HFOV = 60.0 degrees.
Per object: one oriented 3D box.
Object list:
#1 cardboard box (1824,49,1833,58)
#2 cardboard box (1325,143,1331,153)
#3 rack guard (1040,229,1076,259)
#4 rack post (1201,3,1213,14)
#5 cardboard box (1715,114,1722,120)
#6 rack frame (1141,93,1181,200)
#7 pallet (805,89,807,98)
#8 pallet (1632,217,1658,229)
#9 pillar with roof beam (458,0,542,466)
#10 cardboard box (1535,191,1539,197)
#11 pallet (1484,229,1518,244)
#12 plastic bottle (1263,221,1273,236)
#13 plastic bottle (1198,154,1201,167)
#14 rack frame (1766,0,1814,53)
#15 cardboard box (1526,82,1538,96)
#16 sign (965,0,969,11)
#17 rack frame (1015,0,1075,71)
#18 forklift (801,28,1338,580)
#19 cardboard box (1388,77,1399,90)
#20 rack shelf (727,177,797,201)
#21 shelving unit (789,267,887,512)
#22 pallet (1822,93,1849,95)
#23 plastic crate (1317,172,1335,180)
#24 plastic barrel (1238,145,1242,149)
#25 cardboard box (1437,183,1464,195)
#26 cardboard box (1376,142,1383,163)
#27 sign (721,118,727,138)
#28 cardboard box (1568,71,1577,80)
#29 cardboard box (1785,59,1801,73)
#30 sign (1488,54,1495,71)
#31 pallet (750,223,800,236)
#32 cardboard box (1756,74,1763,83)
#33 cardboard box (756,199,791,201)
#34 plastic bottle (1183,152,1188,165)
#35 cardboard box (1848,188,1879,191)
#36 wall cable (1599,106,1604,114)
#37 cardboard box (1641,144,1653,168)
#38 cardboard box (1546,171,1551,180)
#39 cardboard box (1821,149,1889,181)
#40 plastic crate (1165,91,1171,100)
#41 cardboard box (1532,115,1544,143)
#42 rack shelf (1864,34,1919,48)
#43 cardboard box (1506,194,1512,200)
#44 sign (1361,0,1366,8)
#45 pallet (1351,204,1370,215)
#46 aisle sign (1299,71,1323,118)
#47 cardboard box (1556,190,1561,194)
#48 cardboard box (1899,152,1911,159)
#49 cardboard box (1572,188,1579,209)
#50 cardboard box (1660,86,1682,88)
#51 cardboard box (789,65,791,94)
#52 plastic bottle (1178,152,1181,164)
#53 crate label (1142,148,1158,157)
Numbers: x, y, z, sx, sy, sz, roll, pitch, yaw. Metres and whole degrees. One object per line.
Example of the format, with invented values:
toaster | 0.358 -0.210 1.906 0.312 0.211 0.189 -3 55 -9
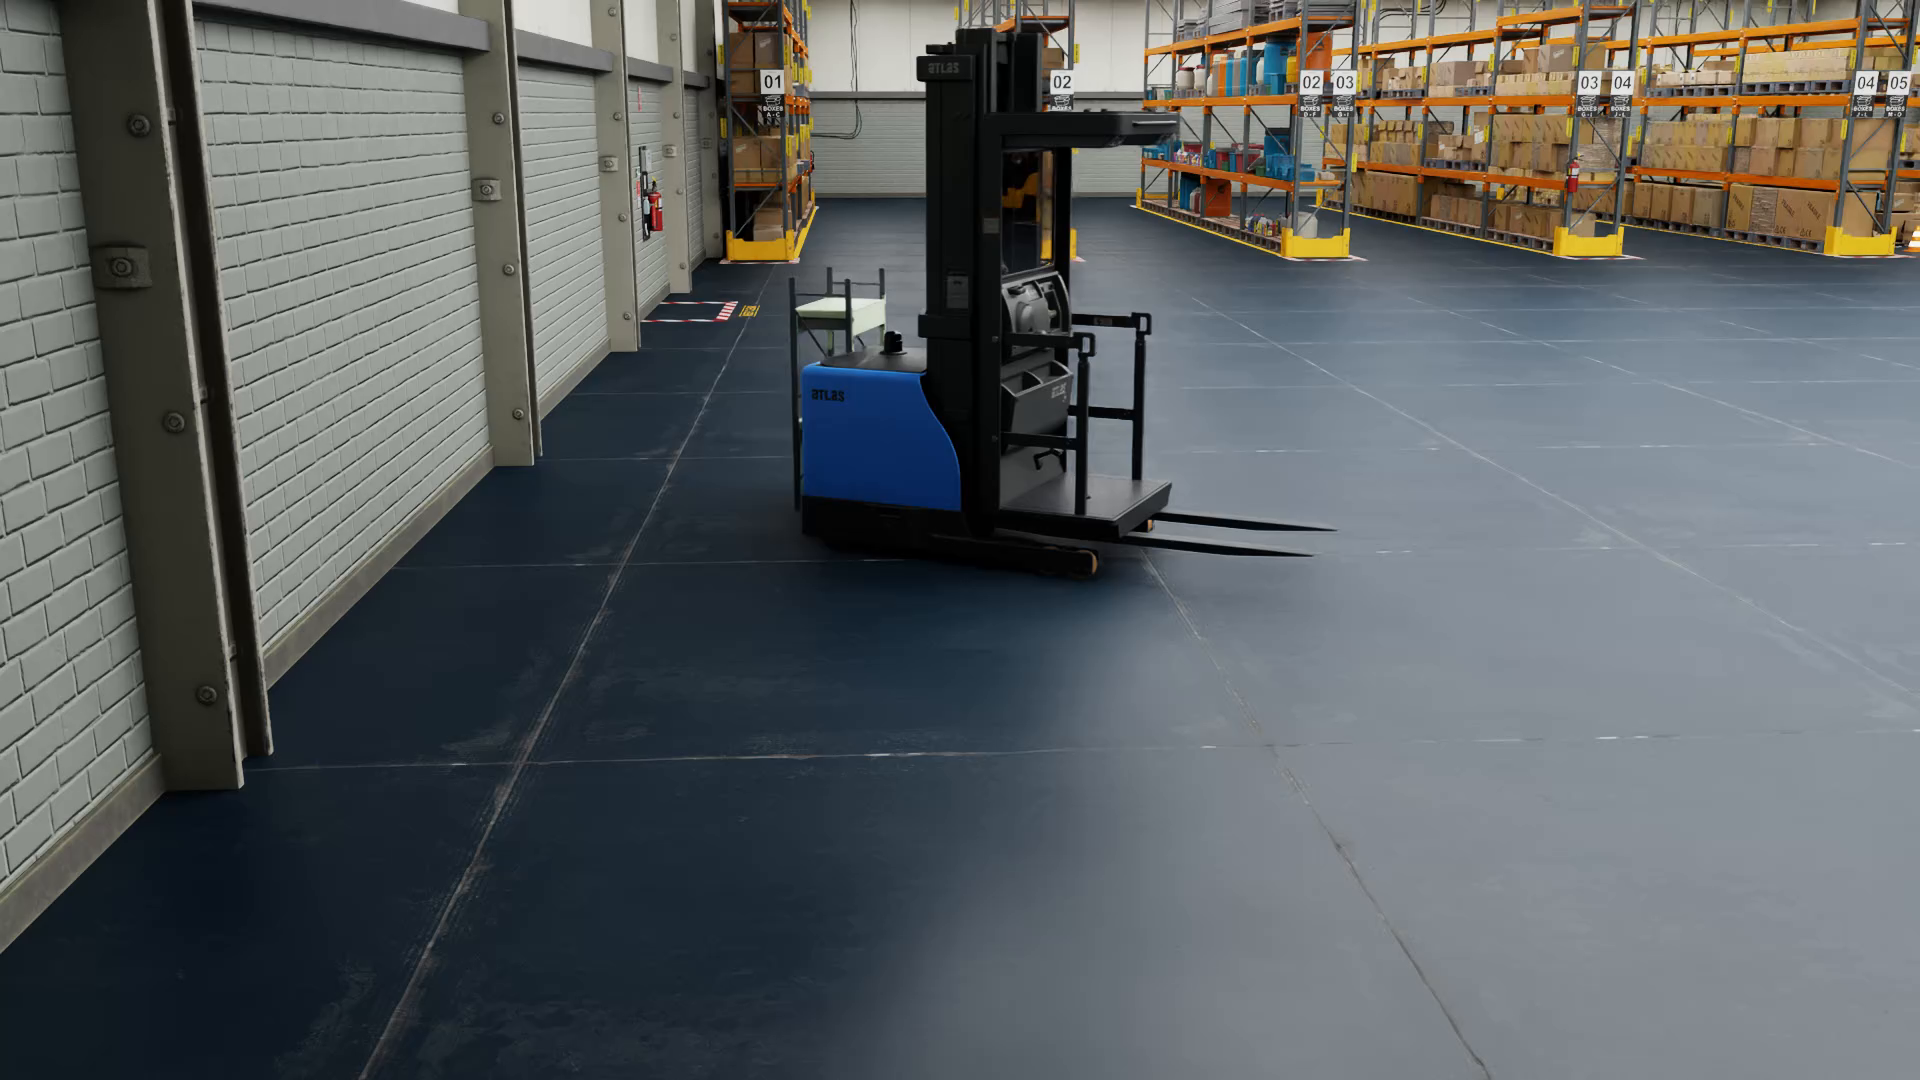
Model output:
cardboard box | 15.904 -8.813 30.101 0.380 0.149 0.250 -1 14 -3
cardboard box | 10.106 -10.516 44.580 0.500 0.250 0.500 -1 14 -5
rack guard | 1.451 -5.220 29.311 1.175 0.500 0.348 -1 14 -3
rack post | 5.752 -11.849 36.984 0.624 0.289 0.986 -1 14 -3
cardboard box | 20.036 -11.089 43.594 0.380 0.149 0.250 -1 14 -5
rack frame | 5.402 -10.491 44.782 1.000 3.000 0.127 -1 14 -3
pallet | -4.278 -10.957 40.750 1.003 0.211 1.213 -1 14 -3
pallet | 15.772 -7.082 37.127 1.003 0.211 1.213 -1 14 -3
pillar with roof beam | 1.011 -5.015 11.458 9.100 9.000 0.400 -1 14 -3
cardboard box | 15.201 -8.992 43.236 0.380 0.149 0.250 -2 15 -6
pallet | 11.166 -6.066 33.180 1.003 0.211 1.213 -1 14 -3
plastic bottle | 5.854 -5.919 31.595 0.152 0.276 0.135 -1 14 -3
plastic bottle | 5.433 -8.597 37.652 0.061 0.283 0.133 -1 14 -3
rack frame | 20.484 -12.631 41.060 1.000 3.000 0.127 -1 14 -3
cardboard box | 10.960 -8.461 31.173 0.500 0.250 0.500 -1 14 -4
sign | 0.163 -12.813 39.733 0.100 0.325 0.005 -1 14 -3
rack frame | 1.449 -9.342 28.275 1.000 3.000 0.127 -1 14 -3
forklift | 0.621 -1.351 9.394 3.031 2.935 1.130 6 16 23
cardboard box | 10.572 -10.912 39.732 0.500 0.311 0.500 -1 14 -5
rack shelf | -3.618 -6.508 30.745 1.077 0.370 4.000 -1 14 -3
shelving unit | -0.781 -0.989 10.859 0.431 1.500 0.755 4 15 14
pallet | 20.639 -10.252 38.210 1.213 0.211 1.003 0 14 -1
plastic crate | 6.659 -6.612 30.233 0.298 0.136 0.250 -1 14 -3
plastic barrel | 6.175 -8.303 36.053 0.421 0.512 0.421 0 14 0
cardboard box | 10.913 -7.778 36.863 0.500 0.250 0.500 0 14 -1
cardboard box | 10.405 -9.378 40.254 0.500 0.500 0.500 -1 14 -3
sign | -4.050 -7.069 28.524 0.100 0.325 0.005 -1 14 -3
cardboard box | 11.008 -8.226 29.458 0.380 0.149 0.250 -1 14 -3
cardboard box | 15.893 -8.908 31.269 0.500 0.250 0.500 -1 14 -3
sign | 10.535 -9.468 32.956 0.100 0.325 0.005 -1 14 -3
pallet | -3.871 -6.501 34.870 1.003 0.211 1.213 -1 14 -3
cardboard box | 15.761 -8.995 32.409 0.380 0.149 0.250 -1 14 -4
cardboard box | -3.919 -6.920 35.035 0.700 0.500 0.500 -1 14 -4
plastic bottle | 5.370 -9.027 39.341 0.152 0.276 0.135 -1 14 -3
cardboard box | 20.772 -8.079 38.826 0.875 0.875 0.875 -1 14 -4
wall cable | 19.864 -12.630 50.992 0.585 1.953 0.123 -1 14 -3
cardboard box | 15.556 -8.562 37.083 0.500 0.500 0.500 -1 14 -3
cardboard box | 11.031 -6.720 30.631 0.380 0.149 0.250 -1 14 -3
cardboard box | 16.225 -6.804 30.150 0.875 0.550 0.550 -1 14 -3
plastic crate | 5.322 -10.947 40.959 0.450 0.188 0.662 -1 14 -3
cardboard box | 10.991 -7.647 30.922 0.500 0.500 0.500 -1 14 -3
rack shelf | 20.856 -10.597 35.399 1.077 0.370 4.000 -1 14 -3
cardboard box | 15.015 -9.307 45.056 0.380 0.149 0.250 -1 14 -2
sign | 6.943 -9.324 28.623 0.100 0.325 0.005 -1 14 -3
pallet | 10.624 -8.413 42.300 1.003 0.211 1.213 -1 14 -3
aisle sign | 6.101 -7.749 28.905 0.394 0.787 0.004 -1 14 -3
cardboard box | 15.268 -8.820 41.969 0.380 0.149 0.250 0 14 -2
cardboard box | 20.619 -8.326 36.029 0.380 0.149 0.250 0 14 -2
cardboard box | 15.331 -8.429 40.941 0.500 0.500 0.500 0 14 -1
cardboard box | 16.028 -10.277 37.728 0.500 0.500 0.500 -1 14 -3
cardboard box | -3.300 -8.220 29.694 0.500 0.500 0.500 0 14 -1
plastic bottle | 5.301 -9.193 39.994 0.097 0.271 0.097 0 14 0
crate label | 5.089 -10.373 44.537 0.416 0.233 0.303 -1 14 -3
